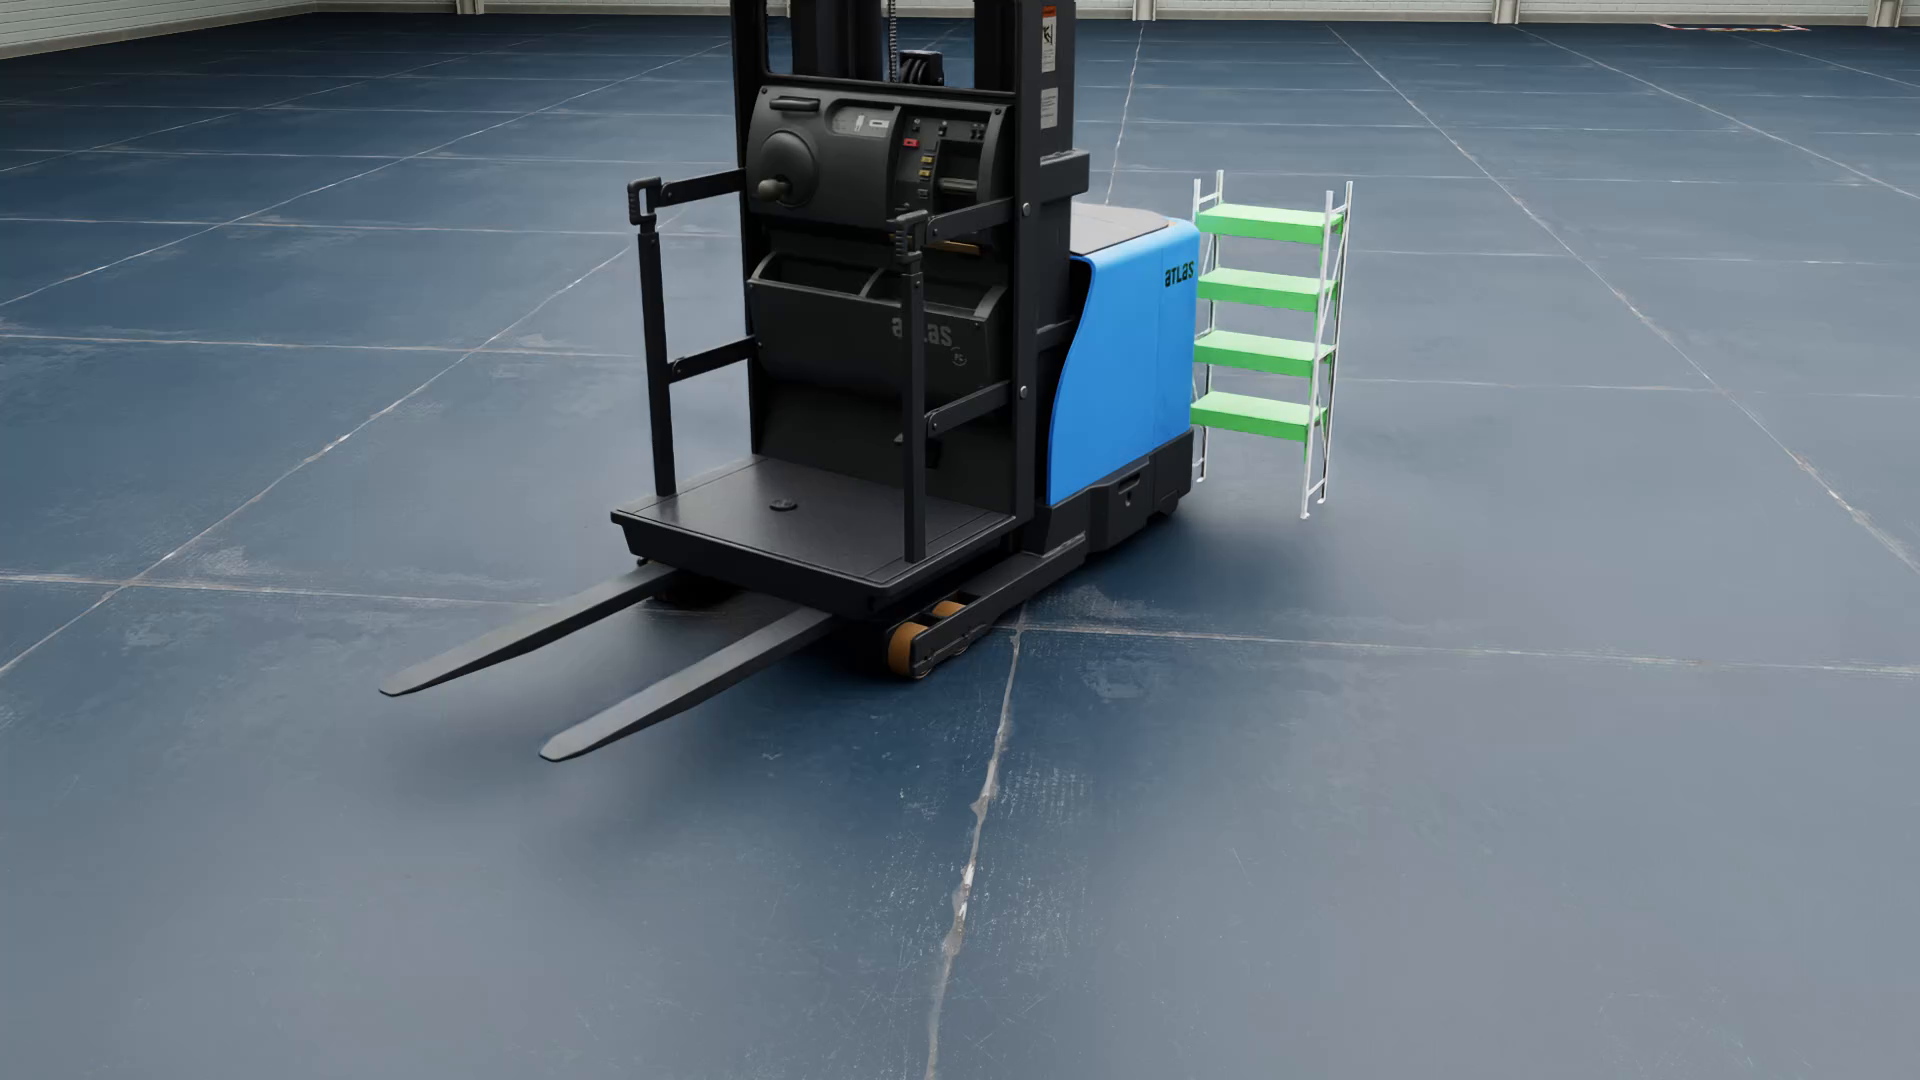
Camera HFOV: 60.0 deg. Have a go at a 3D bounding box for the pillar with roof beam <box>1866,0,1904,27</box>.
[{"bbox_3d":[14.564,-11.011,21.553,0.400,9.000,9.100,2,22,6],"label":"pillar with roof beam"}]

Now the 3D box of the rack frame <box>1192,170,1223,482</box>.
[{"bbox_3d":[0.901,-0.763,6.239,0.015,1.200,0.240,12,25,28],"label":"rack frame"}]

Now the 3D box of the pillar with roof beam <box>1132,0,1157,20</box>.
[{"bbox_3d":[2.648,-11.531,22.866,0.400,9.000,9.100,2,22,6],"label":"pillar with roof beam"}]

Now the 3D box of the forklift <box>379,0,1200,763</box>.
[{"bbox_3d":[-0.387,-1.153,4.869,1.130,2.935,3.031,14,26,32],"label":"forklift"}]

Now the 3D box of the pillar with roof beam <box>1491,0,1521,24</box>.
[{"bbox_3d":[8.606,-11.271,22.209,0.400,9.000,9.100,2,22,6],"label":"pillar with roof beam"}]

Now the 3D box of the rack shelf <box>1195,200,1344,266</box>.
[{"bbox_3d":[1.112,-1.105,5.972,0.480,0.148,0.258,12,25,28],"label":"rack shelf"}]

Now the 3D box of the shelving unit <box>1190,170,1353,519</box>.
[{"bbox_3d":[1.112,-0.718,6.125,0.503,1.200,0.258,12,25,28],"label":"shelving unit"}]

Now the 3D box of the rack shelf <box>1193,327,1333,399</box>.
[{"bbox_3d":[1.112,-0.659,6.149,0.480,0.148,0.258,12,25,28],"label":"rack shelf"}]

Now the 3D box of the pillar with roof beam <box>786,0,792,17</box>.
[{"bbox_3d":[-3.311,-11.790,23.523,0.400,9.000,9.100,2,22,6],"label":"pillar with roof beam"}]

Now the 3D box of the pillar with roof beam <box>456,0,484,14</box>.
[{"bbox_3d":[-9.269,-12.050,24.179,0.400,9.000,9.100,2,22,6],"label":"pillar with roof beam"}]

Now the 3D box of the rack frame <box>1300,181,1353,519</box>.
[{"bbox_3d":[1.323,-0.673,6.011,0.015,1.200,0.240,12,25,28],"label":"rack frame"}]

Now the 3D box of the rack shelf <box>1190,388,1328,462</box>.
[{"bbox_3d":[1.112,-0.436,6.237,0.480,0.148,0.258,12,25,28],"label":"rack shelf"}]

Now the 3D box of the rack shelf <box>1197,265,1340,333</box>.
[{"bbox_3d":[1.112,-0.882,6.060,0.480,0.148,0.258,12,25,28],"label":"rack shelf"}]
